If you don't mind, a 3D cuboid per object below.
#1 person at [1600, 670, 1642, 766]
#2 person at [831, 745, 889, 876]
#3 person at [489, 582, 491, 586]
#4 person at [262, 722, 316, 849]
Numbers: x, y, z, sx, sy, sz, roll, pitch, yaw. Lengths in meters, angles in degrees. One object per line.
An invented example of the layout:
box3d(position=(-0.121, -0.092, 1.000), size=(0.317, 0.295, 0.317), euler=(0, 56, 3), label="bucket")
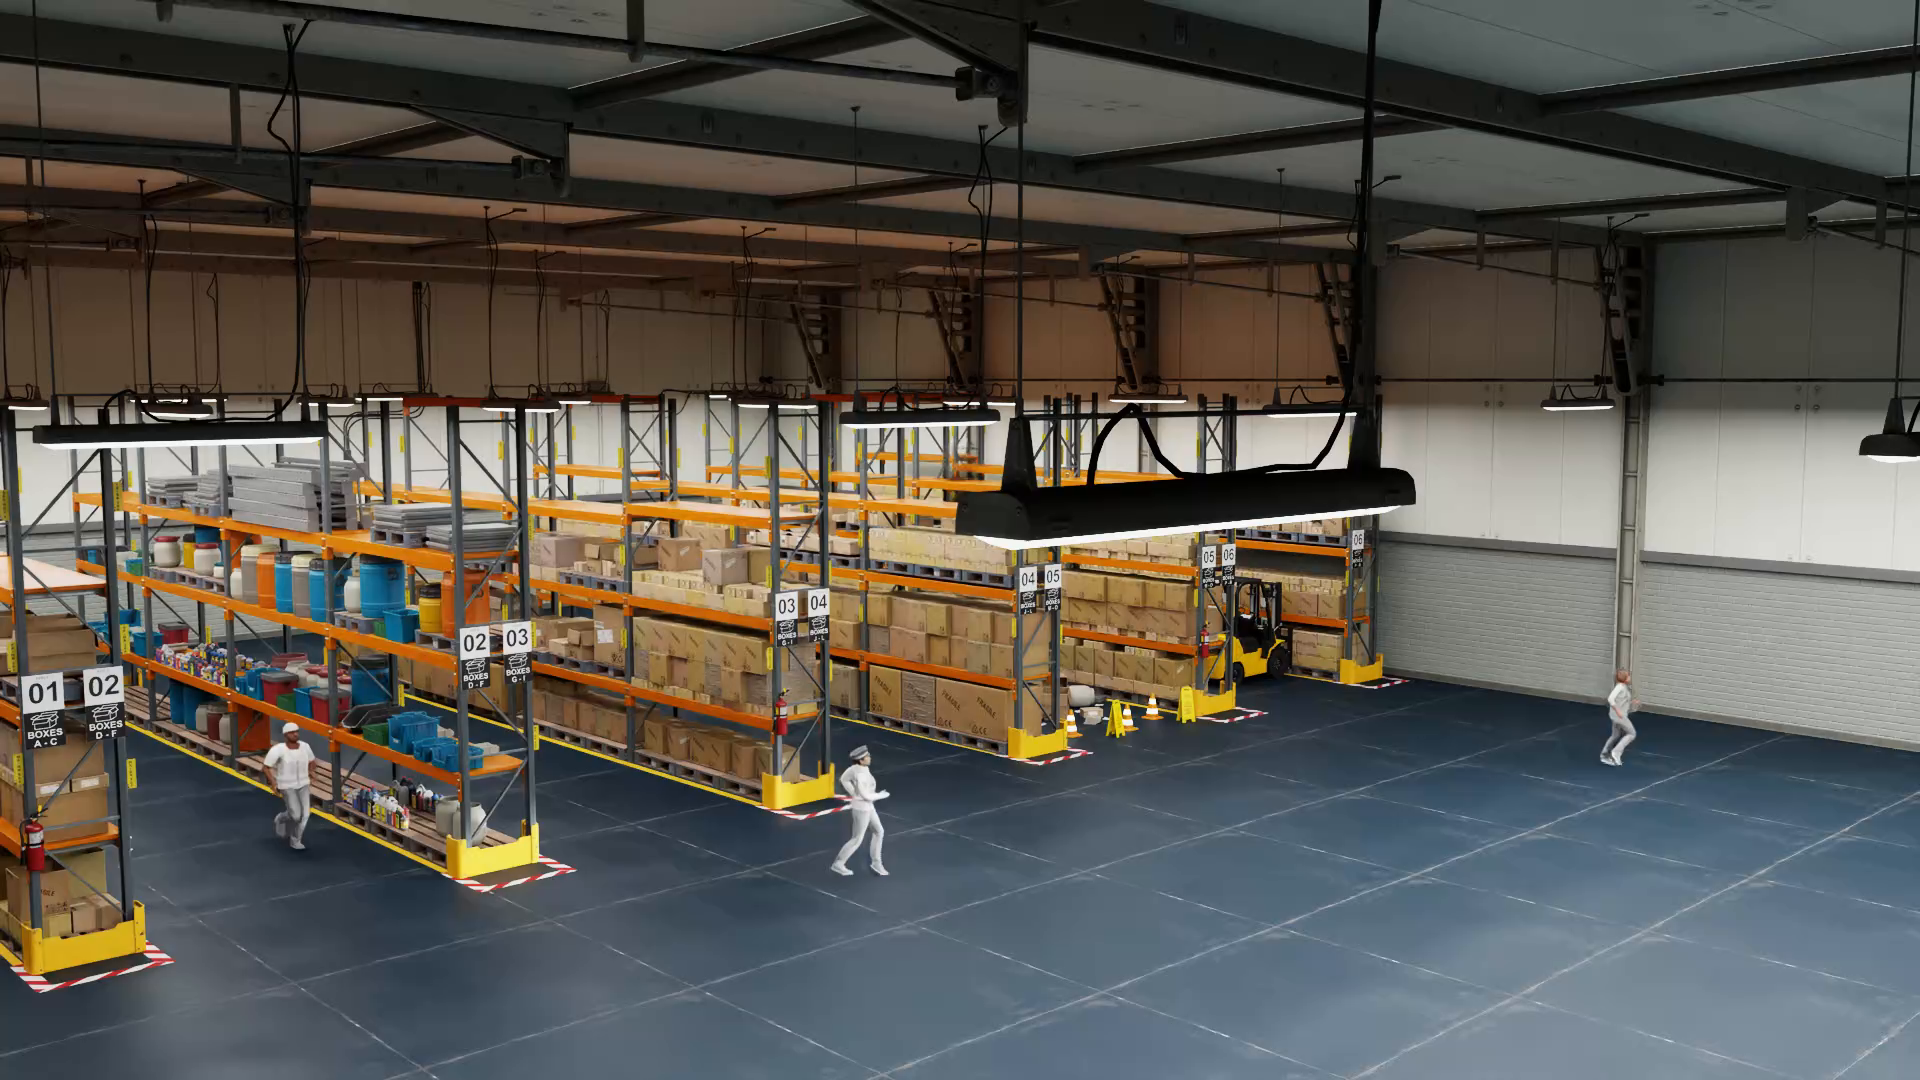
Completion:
box3d(position=(10.843, 2.908, 27.259), size=(0.631, 1.578, 0.512), euler=(1, 6, 12), label="person")
box3d(position=(-1.271, 3.460, 21.113), size=(0.751, 1.744, 0.616), euler=(-1, 6, -7), label="person")
box3d(position=(-11.184, 1.766, 39.099), size=(0.625, 1.615, 0.537), euler=(2, 6, 22), label="person")
box3d(position=(-8.987, 3.312, 22.419), size=(0.560, 1.715, 0.690), euler=(5, 7, 41), label="person")
